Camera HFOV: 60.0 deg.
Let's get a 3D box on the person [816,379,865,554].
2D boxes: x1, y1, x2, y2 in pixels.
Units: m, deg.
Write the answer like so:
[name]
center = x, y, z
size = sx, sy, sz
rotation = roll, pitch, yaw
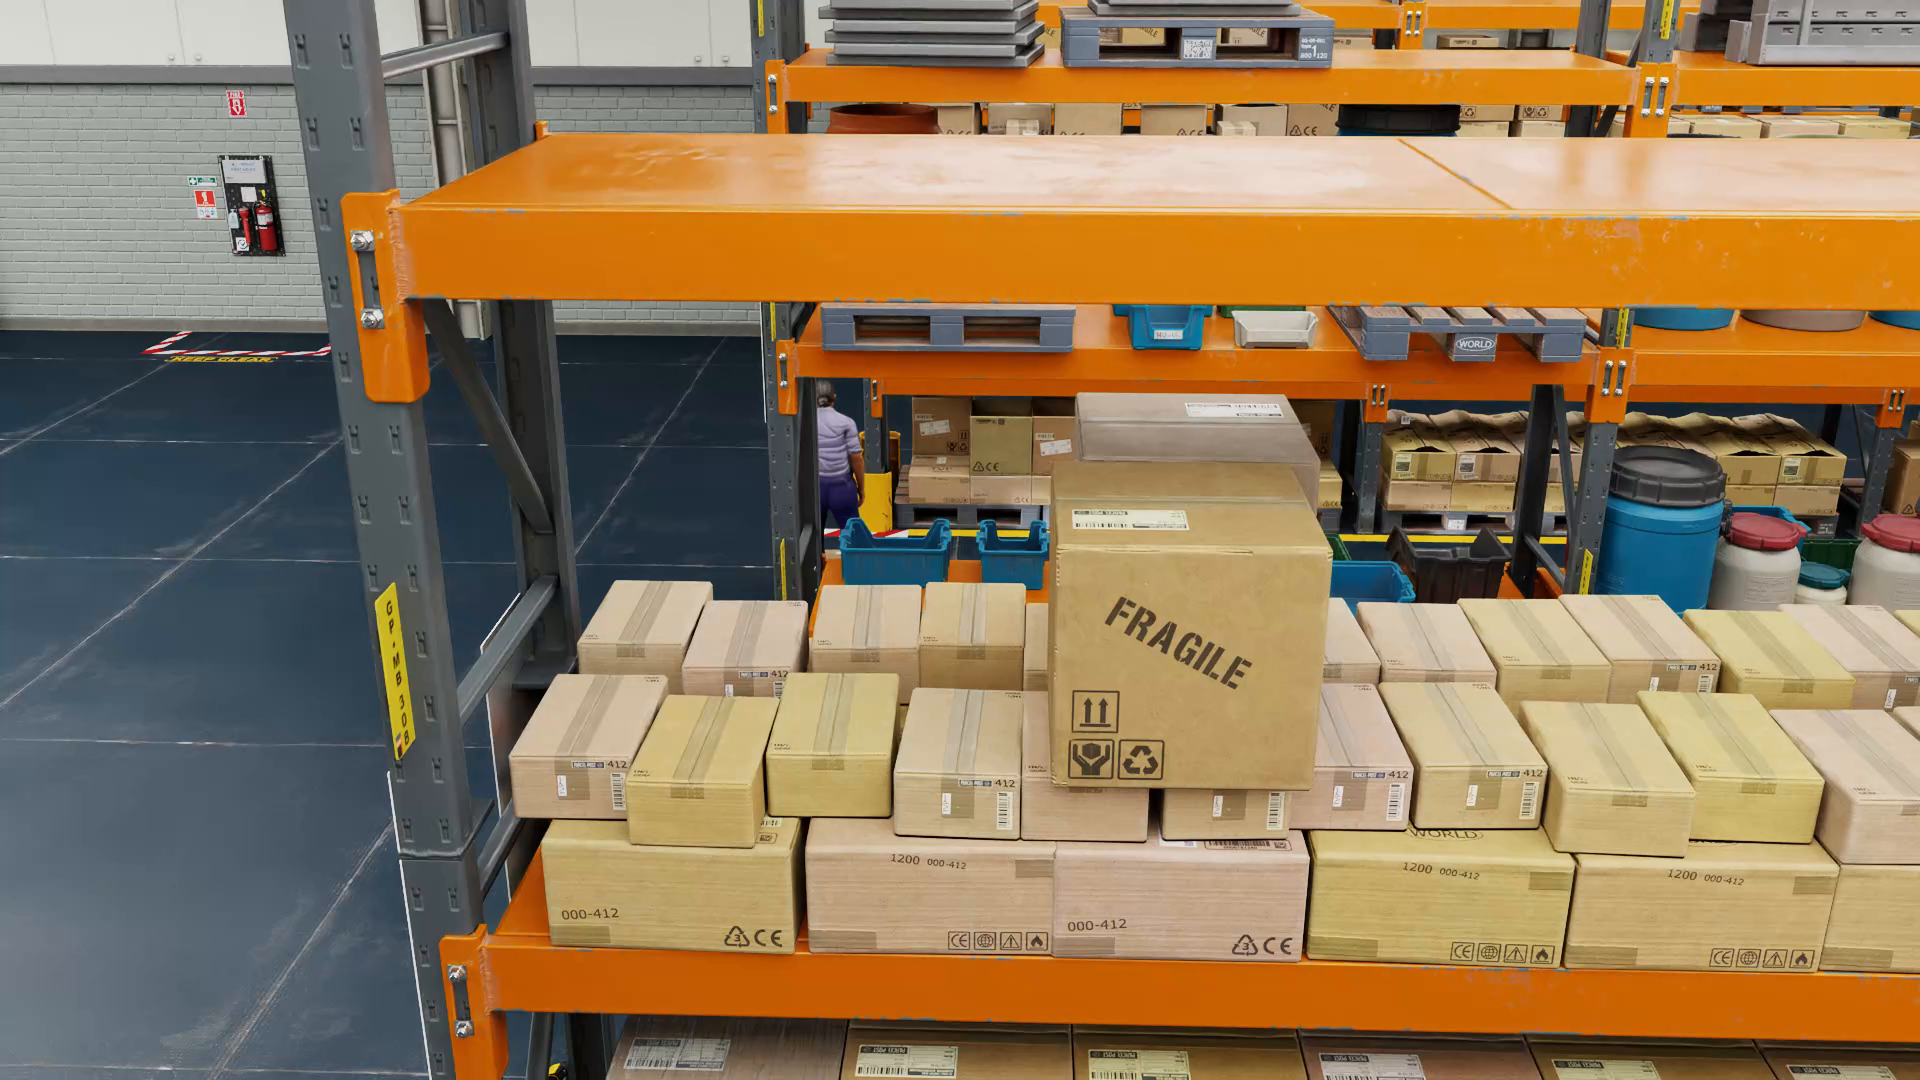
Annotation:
[person]
center = -0.932, -0.337, 11.979
size = 0.561, 1.647, 0.379
rotation = -1, 21, -2
